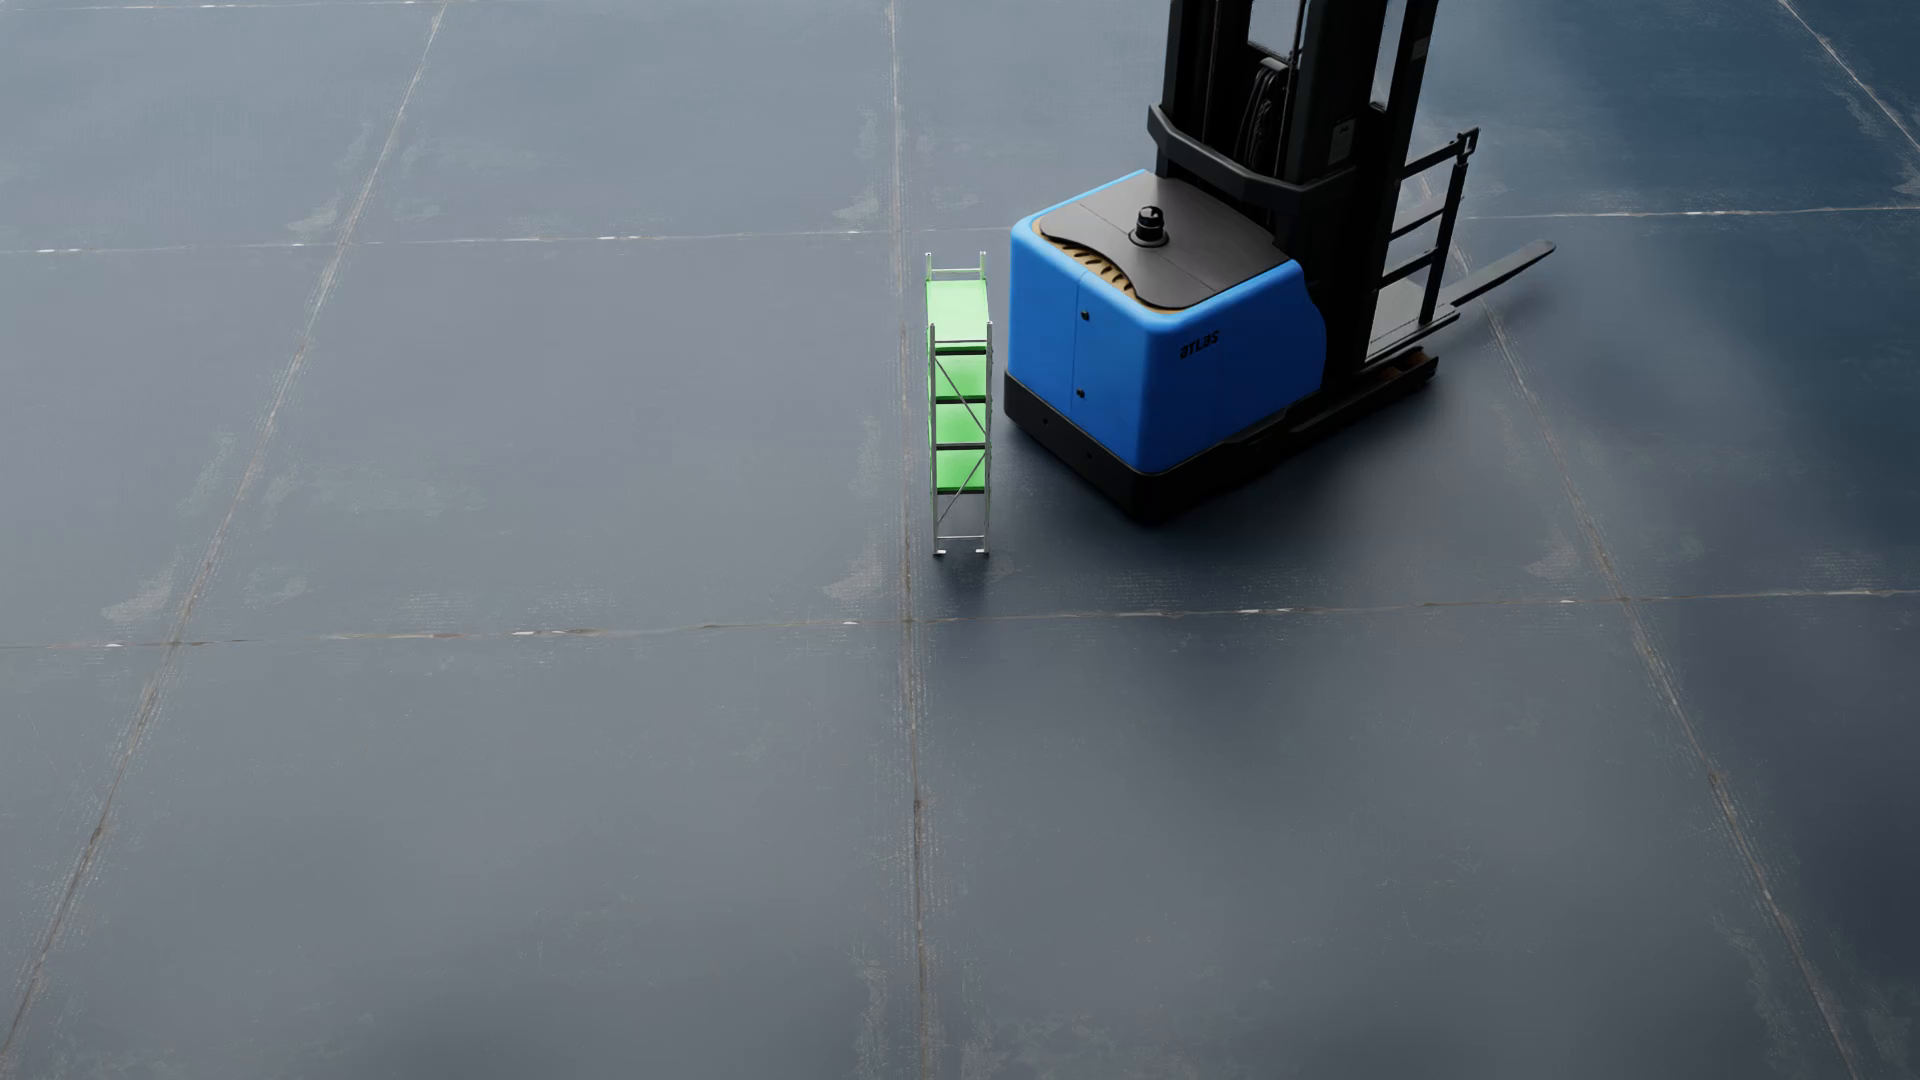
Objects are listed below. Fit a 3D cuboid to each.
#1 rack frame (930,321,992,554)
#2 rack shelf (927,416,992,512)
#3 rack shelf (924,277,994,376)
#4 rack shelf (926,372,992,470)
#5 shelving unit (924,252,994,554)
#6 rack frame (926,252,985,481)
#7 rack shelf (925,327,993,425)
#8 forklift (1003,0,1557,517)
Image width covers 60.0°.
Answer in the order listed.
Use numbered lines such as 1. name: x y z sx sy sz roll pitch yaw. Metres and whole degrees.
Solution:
1. rack frame: 0.003 -0.389 6.787 0.240 1.200 0.015 -2 43 -2
2. rack shelf: -0.007 -0.330 7.172 0.258 0.148 0.480 -2 43 -2
3. rack shelf: -0.007 -0.861 6.685 0.258 0.148 0.480 -2 43 -2
4. rack shelf: -0.007 -0.507 7.010 0.258 0.148 0.480 -2 43 -2
5. shelving unit: -0.007 -0.554 6.966 0.258 1.200 0.503 -2 43 -2
6. rack frame: -0.017 -0.719 7.146 0.240 1.200 0.015 -2 43 -2
7. rack shelf: -0.007 -0.684 6.847 0.258 0.148 0.480 -2 43 -2
8. forklift: 1.682 -2.000 7.263 3.031 2.935 1.130 -27 49 -27
